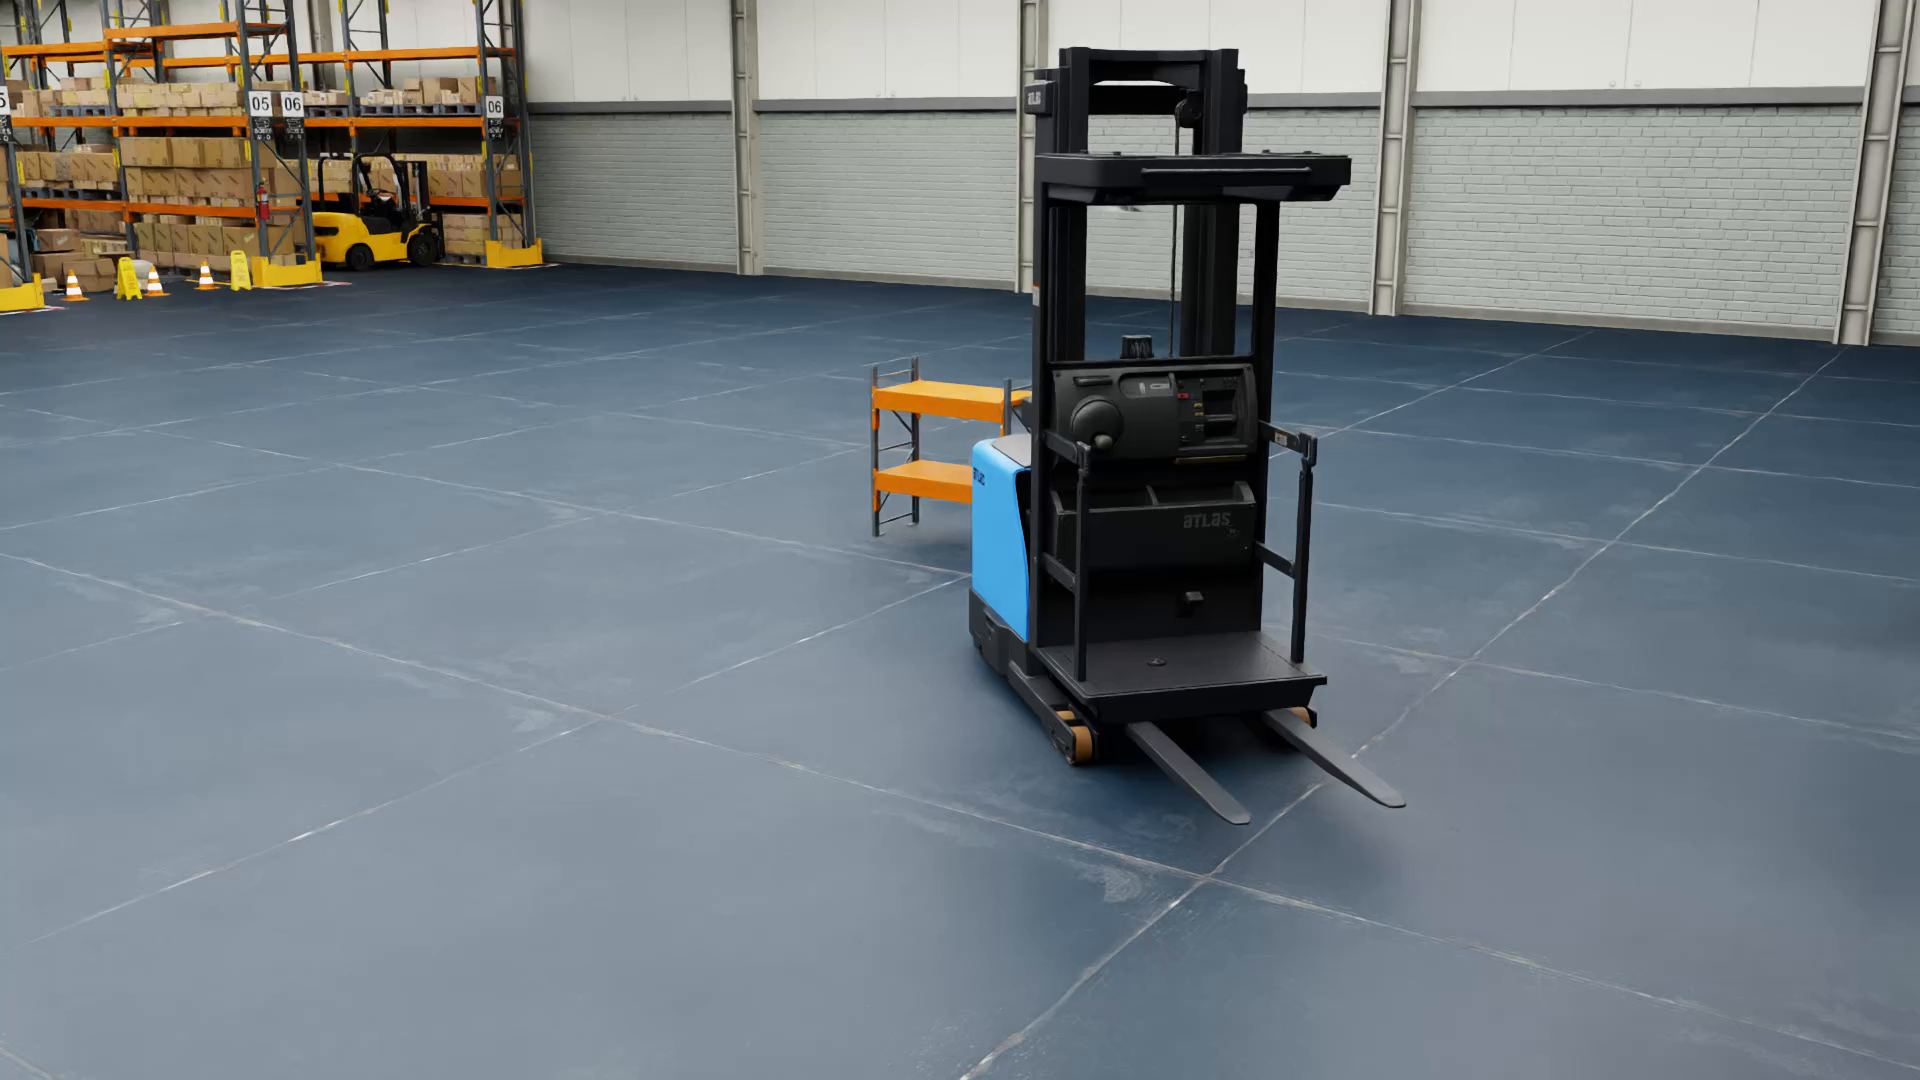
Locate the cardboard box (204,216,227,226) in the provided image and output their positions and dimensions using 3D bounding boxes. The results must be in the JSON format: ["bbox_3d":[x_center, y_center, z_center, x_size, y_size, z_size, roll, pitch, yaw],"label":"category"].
[{"bbox_3d":[-12.863,-5.530,28.858,0.250,0.149,0.380,10,17,34],"label":"cardboard box"}]

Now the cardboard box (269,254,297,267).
[{"bbox_3d":[-12.018,-4.889,29.179,0.500,0.250,0.500,9,17,32],"label":"cardboard box"}]

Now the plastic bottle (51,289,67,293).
[{"bbox_3d":[-14.665,-4.047,27.043,0.283,0.061,0.133,3,14,14],"label":"plastic bottle"}]

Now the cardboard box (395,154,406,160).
[{"bbox_3d":[-11.086,-7.655,33.328,0.250,0.149,0.380,9,16,32],"label":"cardboard box"}]

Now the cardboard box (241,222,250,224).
[{"bbox_3d":[-12.886,-5.394,29.659,0.500,0.500,0.500,10,17,34],"label":"cardboard box"}]

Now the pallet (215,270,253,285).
[{"bbox_3d":[-12.221,-4.629,29.084,1.213,0.211,1.003,9,17,33],"label":"pallet"}]

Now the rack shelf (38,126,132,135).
[{"bbox_3d":[-20.353,-9.831,39.549,4.000,0.370,1.077,9,17,33],"label":"rack shelf"}]

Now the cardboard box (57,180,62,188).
[{"bbox_3d":[-16.842,-6.752,31.506,0.250,0.149,0.380,10,17,35],"label":"cardboard box"}]

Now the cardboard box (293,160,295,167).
[{"bbox_3d":[-13.928,-7.995,35.319,0.250,0.149,0.380,9,17,33],"label":"cardboard box"}]

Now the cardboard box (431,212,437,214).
[{"bbox_3d":[-10.560,-6.403,33.215,0.500,0.250,0.500,9,16,32],"label":"cardboard box"}]

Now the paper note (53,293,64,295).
[{"bbox_3d":[-14.501,-3.957,26.749,0.144,0.017,0.142,-10,17,-35],"label":"paper note"}]

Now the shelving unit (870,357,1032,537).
[{"bbox_3d":[-0.006,-0.547,10.692,1.048,1.125,0.538,9,17,33],"label":"shelving unit"}]

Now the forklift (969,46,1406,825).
[{"bbox_3d":[0.912,-0.578,7.060,1.130,2.935,3.031,-4,14,-14],"label":"forklift"}]

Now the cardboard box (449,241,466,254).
[{"bbox_3d":[-9.710,-5.784,32.796,0.500,0.250,0.500,9,17,33],"label":"cardboard box"}]

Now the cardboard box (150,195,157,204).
[{"bbox_3d":[-14.264,-6.112,29.793,0.250,0.149,0.380,9,17,33],"label":"cardboard box"}]

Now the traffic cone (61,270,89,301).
[{"bbox_3d":[-13.830,-3.979,25.933,0.334,0.463,0.336,9,17,33],"label":"traffic cone"}]

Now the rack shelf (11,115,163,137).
[{"bbox_3d":[-16.482,-7.768,31.215,4.000,0.370,1.077,9,17,33],"label":"rack shelf"}]

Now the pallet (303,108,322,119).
[{"bbox_3d":[-13.832,-9.061,35.336,1.213,0.211,1.003,10,17,35],"label":"pallet"}]

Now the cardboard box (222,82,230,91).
[{"bbox_3d":[-12.141,-7.606,27.929,0.250,0.149,0.380,10,17,34],"label":"cardboard box"}]

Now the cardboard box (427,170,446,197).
[{"bbox_3d":[-10.142,-7.049,32.848,0.500,0.500,0.500,9,16,32],"label":"cardboard box"}]

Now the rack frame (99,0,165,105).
[{"bbox_3d":[-14.822,-9.305,29.685,0.127,3.000,1.000,9,17,33],"label":"rack frame"}]

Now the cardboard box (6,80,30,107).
[{"bbox_3d":[-18.539,-8.660,32.232,0.637,0.503,0.797,8,16,29],"label":"cardboard box"}]

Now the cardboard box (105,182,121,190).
[{"bbox_3d":[-15.403,-6.489,30.442,0.250,0.149,0.380,9,17,34],"label":"cardboard box"}]

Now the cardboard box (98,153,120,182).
[{"bbox_3d":[-15.334,-6.806,30.373,0.500,0.500,0.500,9,16,32],"label":"cardboard box"}]

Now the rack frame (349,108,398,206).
[{"bbox_3d":[-12.055,-7.383,34.406,0.127,3.000,1.000,9,17,33],"label":"rack frame"}]

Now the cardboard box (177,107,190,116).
[{"bbox_3d":[-13.255,-7.380,28.673,0.250,0.149,0.380,9,16,32],"label":"cardboard box"}]

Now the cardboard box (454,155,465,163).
[{"bbox_3d":[-9.605,-7.417,32.366,0.250,0.149,0.380,10,17,34],"label":"cardboard box"}]

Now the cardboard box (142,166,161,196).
[{"bbox_3d":[-14.183,-6.409,29.642,0.500,0.500,0.500,9,17,33],"label":"cardboard box"}]

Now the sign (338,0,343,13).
[{"bbox_3d":[-12.348,-10.677,33.120,0.005,0.325,0.100,9,17,33],"label":"sign"}]

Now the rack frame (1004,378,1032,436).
[{"bbox_3d":[0.416,-0.479,10.416,0.032,1.125,0.500,9,17,33],"label":"rack frame"}]

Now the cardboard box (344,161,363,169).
[{"bbox_3d":[-12.463,-7.748,34.322,0.250,0.149,0.380,10,17,35],"label":"cardboard box"}]

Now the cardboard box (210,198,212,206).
[{"bbox_3d":[-12.771,-5.883,28.870,0.250,0.149,0.380,9,17,34],"label":"cardboard box"}]

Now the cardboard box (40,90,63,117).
[{"bbox_3d":[-16.860,-8.237,31.397,0.637,0.503,0.797,9,17,33],"label":"cardboard box"}]

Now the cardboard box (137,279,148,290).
[{"bbox_3d":[-13.718,-4.246,27.664,0.380,0.149,0.250,-7,15,-25],"label":"cardboard box"}]

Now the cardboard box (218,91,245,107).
[{"bbox_3d":[-12.078,-7.399,27.921,0.500,0.250,0.500,9,16,32],"label":"cardboard box"}]

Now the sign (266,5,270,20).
[{"bbox_3d":[-15.068,-11.473,36.170,0.005,0.325,0.100,9,17,33],"label":"sign"}]

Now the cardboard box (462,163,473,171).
[{"bbox_3d":[-9.409,-7.229,32.226,0.250,0.149,0.380,9,17,34],"label":"cardboard box"}]

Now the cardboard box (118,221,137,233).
[{"bbox_3d":[-19.616,-7.397,39.277,0.258,0.266,0.396,10,17,35],"label":"cardboard box"}]

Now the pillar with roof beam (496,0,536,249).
[{"bbox_3d":[-11.214,-9.173,29.154,0.400,9.000,9.100,9,17,33],"label":"pillar with roof beam"}]

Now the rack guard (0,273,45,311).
[{"bbox_3d":[-14.162,-3.639,24.484,0.348,0.500,1.175,9,17,33],"label":"rack guard"}]

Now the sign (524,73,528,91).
[{"bbox_3d":[-8.421,-8.875,32.208,0.005,0.325,0.100,9,17,33],"label":"sign"}]

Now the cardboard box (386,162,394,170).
[{"bbox_3d":[-11.327,-7.540,33.480,0.250,0.149,0.380,10,17,34],"label":"cardboard box"}]

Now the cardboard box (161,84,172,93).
[{"bbox_3d":[-13.632,-7.843,28.885,0.250,0.149,0.380,9,16,32],"label":"cardboard box"}]

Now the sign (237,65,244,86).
[{"bbox_3d":[-11.830,-7.634,27.336,0.005,0.325,0.100,9,17,33],"label":"sign"}]

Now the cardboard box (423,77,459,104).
[{"bbox_3d":[-10.034,-8.772,32.483,0.500,0.500,0.700,9,17,33],"label":"cardboard box"}]

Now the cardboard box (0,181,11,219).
[{"bbox_3d":[-14.515,-4.969,24.344,0.550,0.550,0.875,9,17,33],"label":"cardboard box"}]

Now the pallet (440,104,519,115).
[{"bbox_3d":[-9.308,-8.360,32.293,1.213,0.211,1.003,9,17,33],"label":"pallet"}]

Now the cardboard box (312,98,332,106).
[{"bbox_3d":[-13.137,-9.057,34.364,0.250,0.149,0.380,9,17,33],"label":"cardboard box"}]

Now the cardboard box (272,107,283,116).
[{"bbox_3d":[-11.597,-7.300,28.350,0.250,0.149,0.380,9,17,33],"label":"cardboard box"}]

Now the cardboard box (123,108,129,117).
[{"bbox_3d":[-14.699,-7.635,29.705,0.250,0.149,0.380,9,16,32],"label":"cardboard box"}]

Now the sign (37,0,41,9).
[{"bbox_3d":[-17.847,-10.443,32.173,0.005,0.325,0.100,9,17,33],"label":"sign"}]

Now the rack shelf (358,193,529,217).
[{"bbox_3d":[-10.396,-6.766,33.409,4.000,0.370,1.077,9,17,33],"label":"rack shelf"}]

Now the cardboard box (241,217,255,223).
[{"bbox_3d":[-15.845,-6.924,36.879,0.500,0.500,0.500,10,17,34],"label":"cardboard box"}]

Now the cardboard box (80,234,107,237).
[{"bbox_3d":[-17.062,-5.682,32.131,0.625,0.372,0.950,9,16,32],"label":"cardboard box"}]

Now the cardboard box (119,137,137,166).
[{"bbox_3d":[-14.578,-6.969,29.825,0.500,0.500,0.700,9,17,32],"label":"cardboard box"}]
